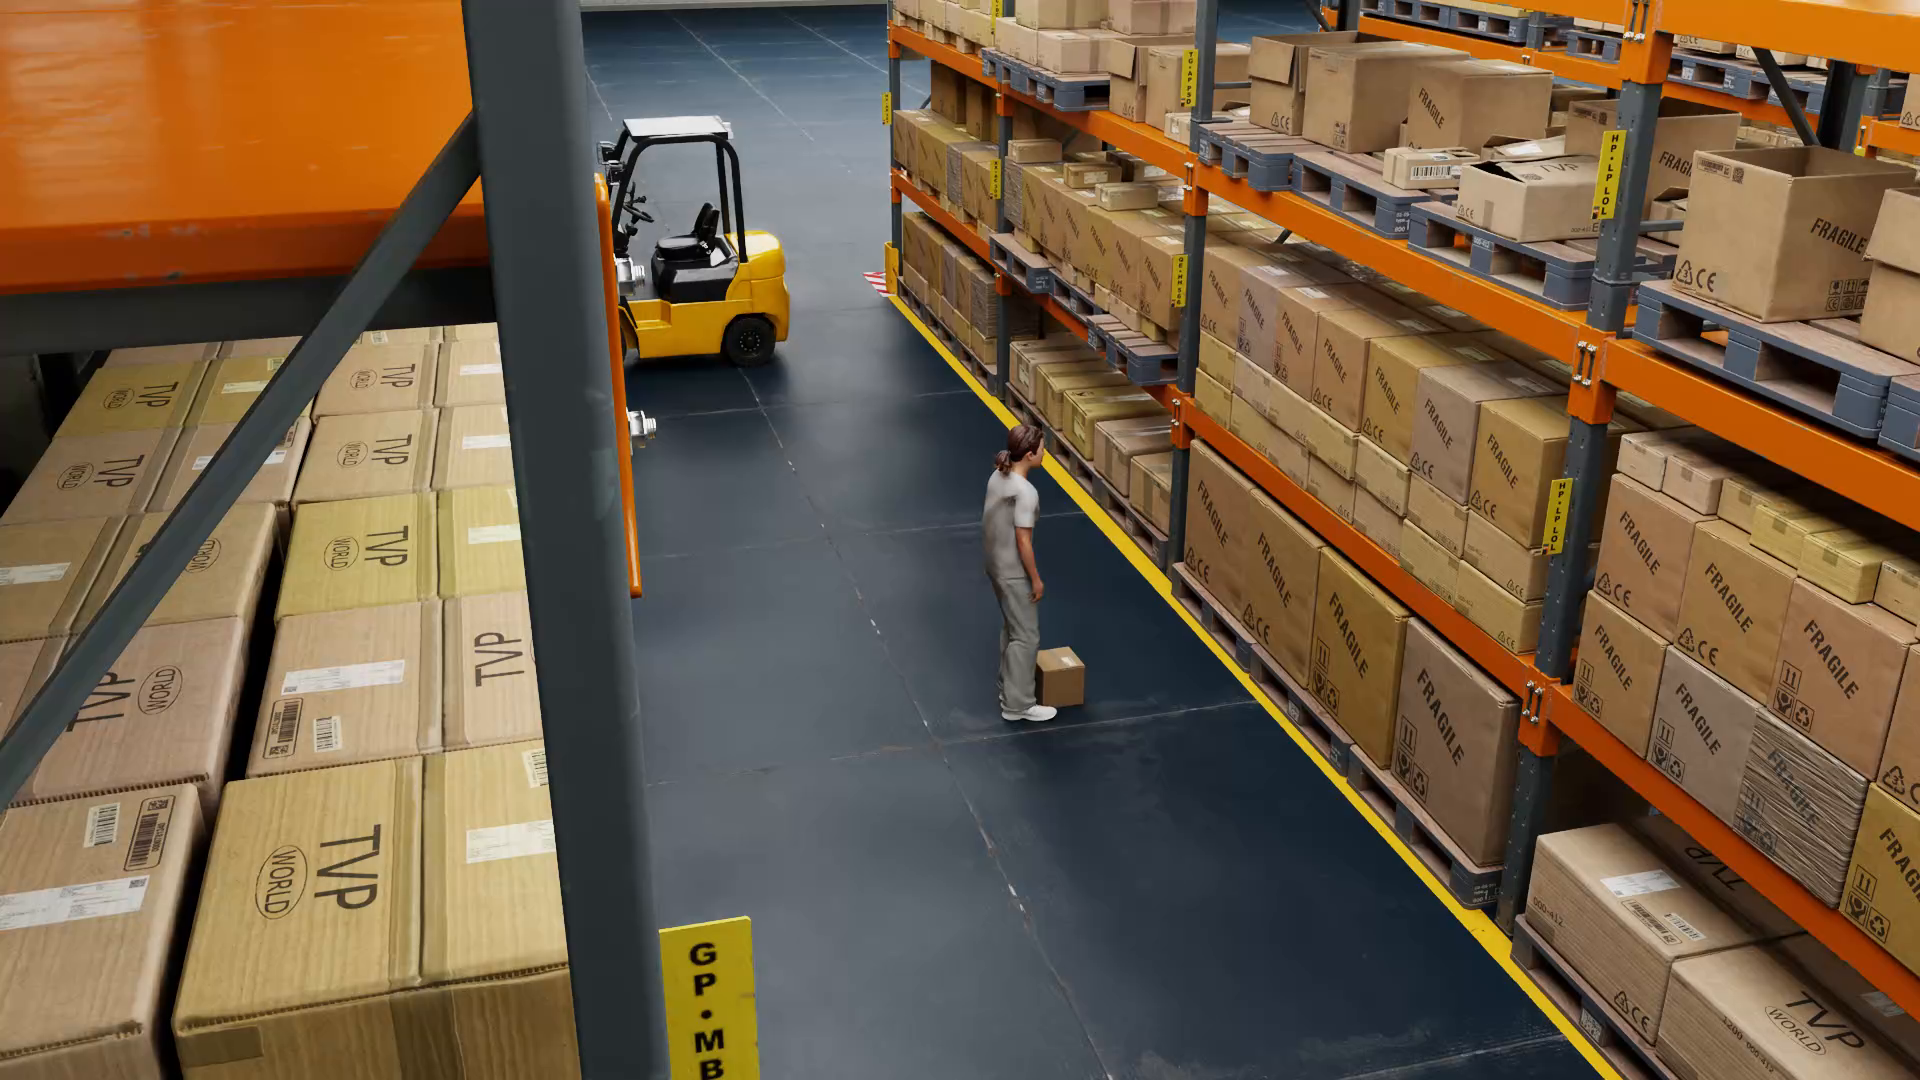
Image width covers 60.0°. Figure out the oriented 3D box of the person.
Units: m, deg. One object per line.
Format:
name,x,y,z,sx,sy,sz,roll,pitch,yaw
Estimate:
person,0.342,0.164,9.212,0.409,1.673,0.514,-7,24,-17
